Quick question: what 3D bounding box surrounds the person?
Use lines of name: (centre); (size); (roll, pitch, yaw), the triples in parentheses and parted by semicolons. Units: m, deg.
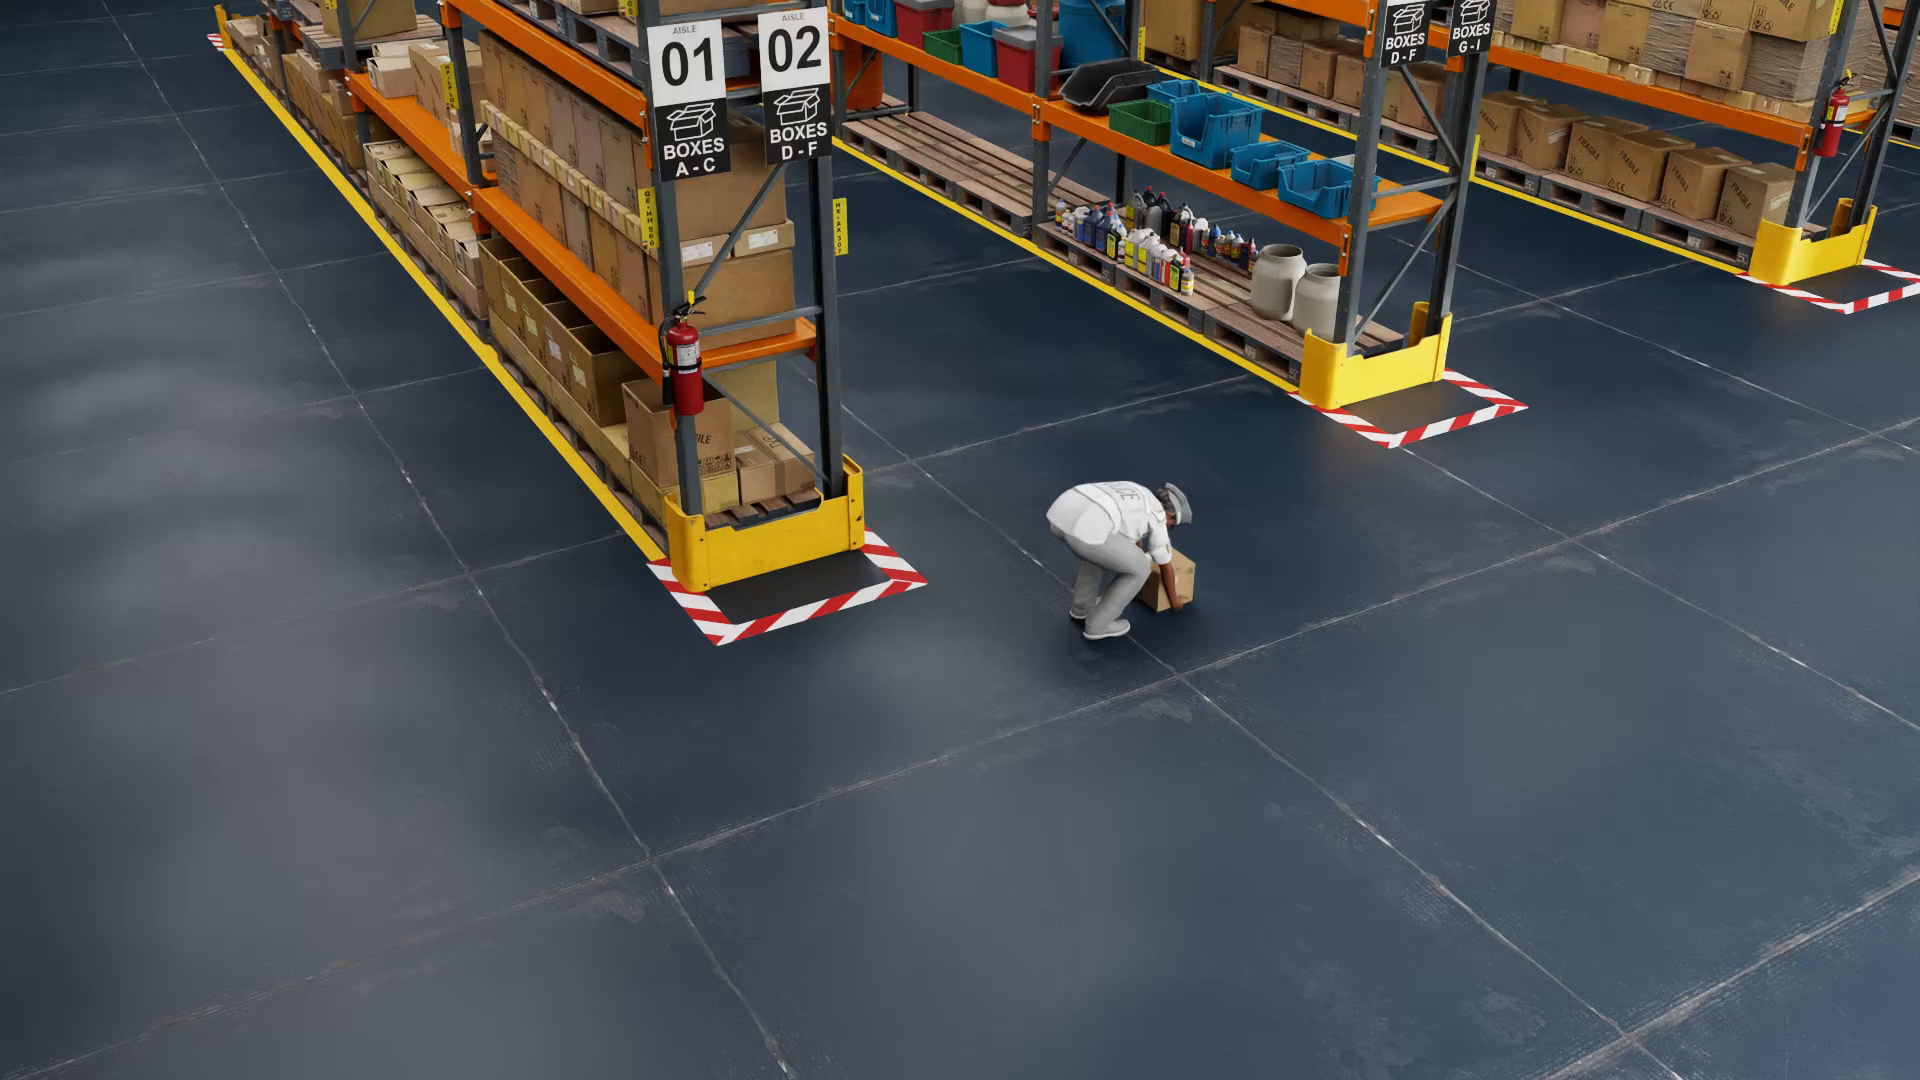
person: (0.897, 0.057, 9.270); (0.905, 0.868, 0.456); (-18, 34, -28)
